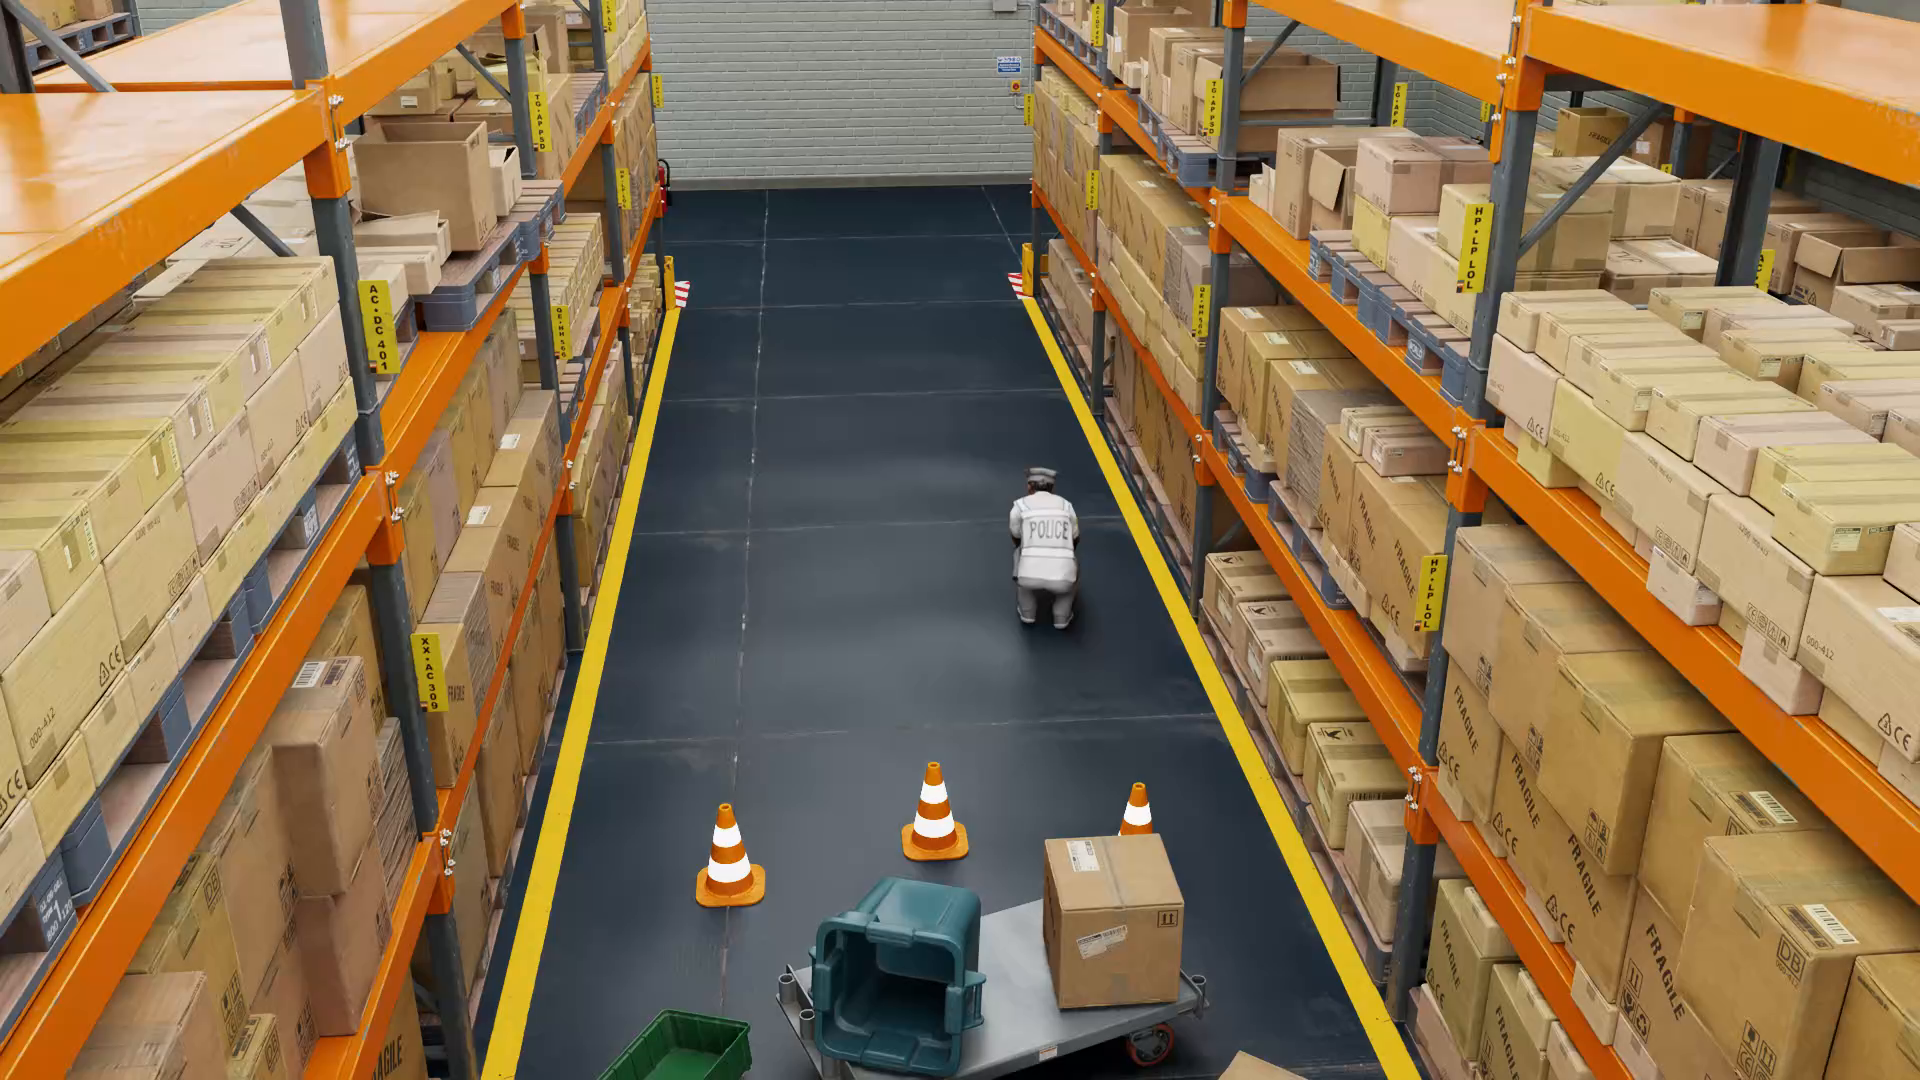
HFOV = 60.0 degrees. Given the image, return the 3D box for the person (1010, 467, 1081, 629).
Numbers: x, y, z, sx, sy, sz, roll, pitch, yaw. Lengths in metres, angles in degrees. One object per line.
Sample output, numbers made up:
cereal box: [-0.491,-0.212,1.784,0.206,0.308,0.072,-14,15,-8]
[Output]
person: [0.561,0.028,10.925,0.476,0.961,0.882,2,24,5]
